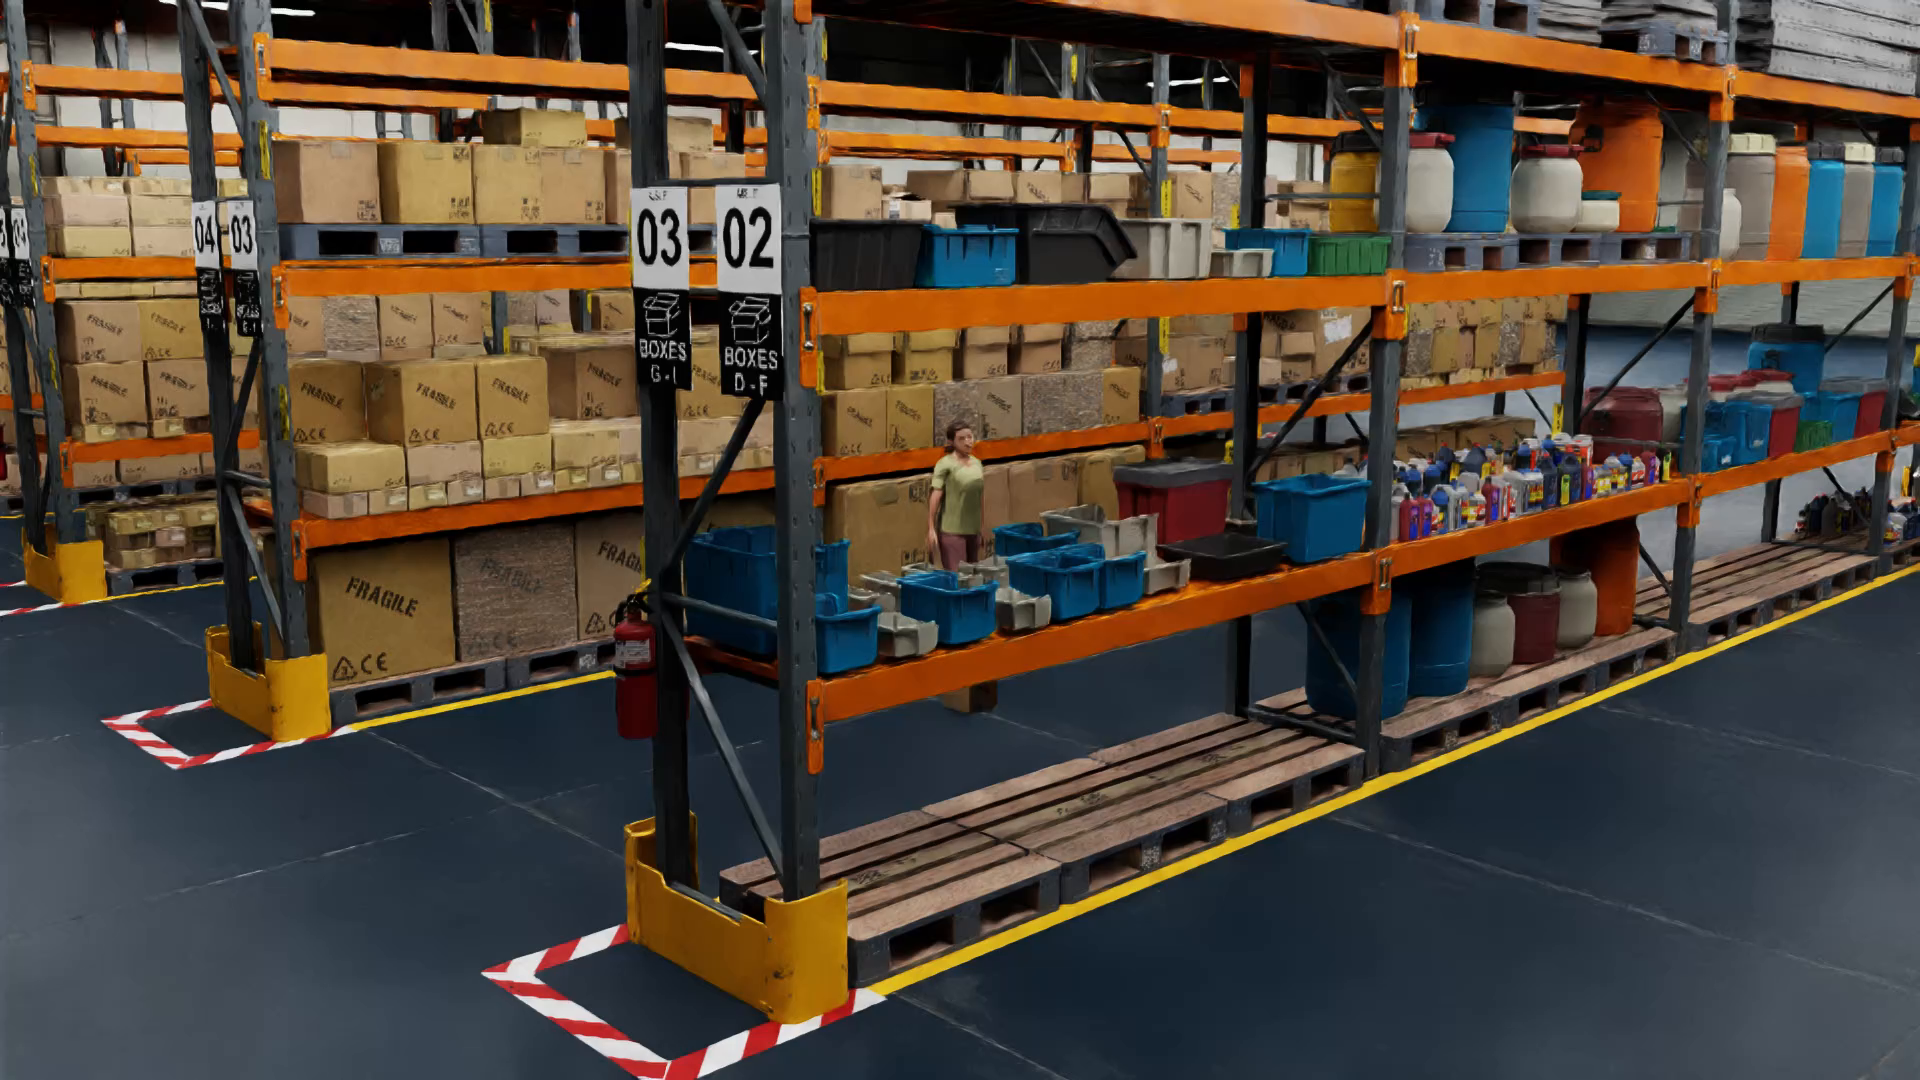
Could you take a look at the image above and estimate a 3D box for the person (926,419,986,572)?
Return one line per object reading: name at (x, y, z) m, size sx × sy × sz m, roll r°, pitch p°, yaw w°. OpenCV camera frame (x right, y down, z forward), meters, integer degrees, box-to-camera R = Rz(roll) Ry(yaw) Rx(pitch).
person at (0.014, 0.074, 12.142) m, size 0.620 × 1.418 × 0.577 m, roll -10°, pitch 14°, yaw -42°
